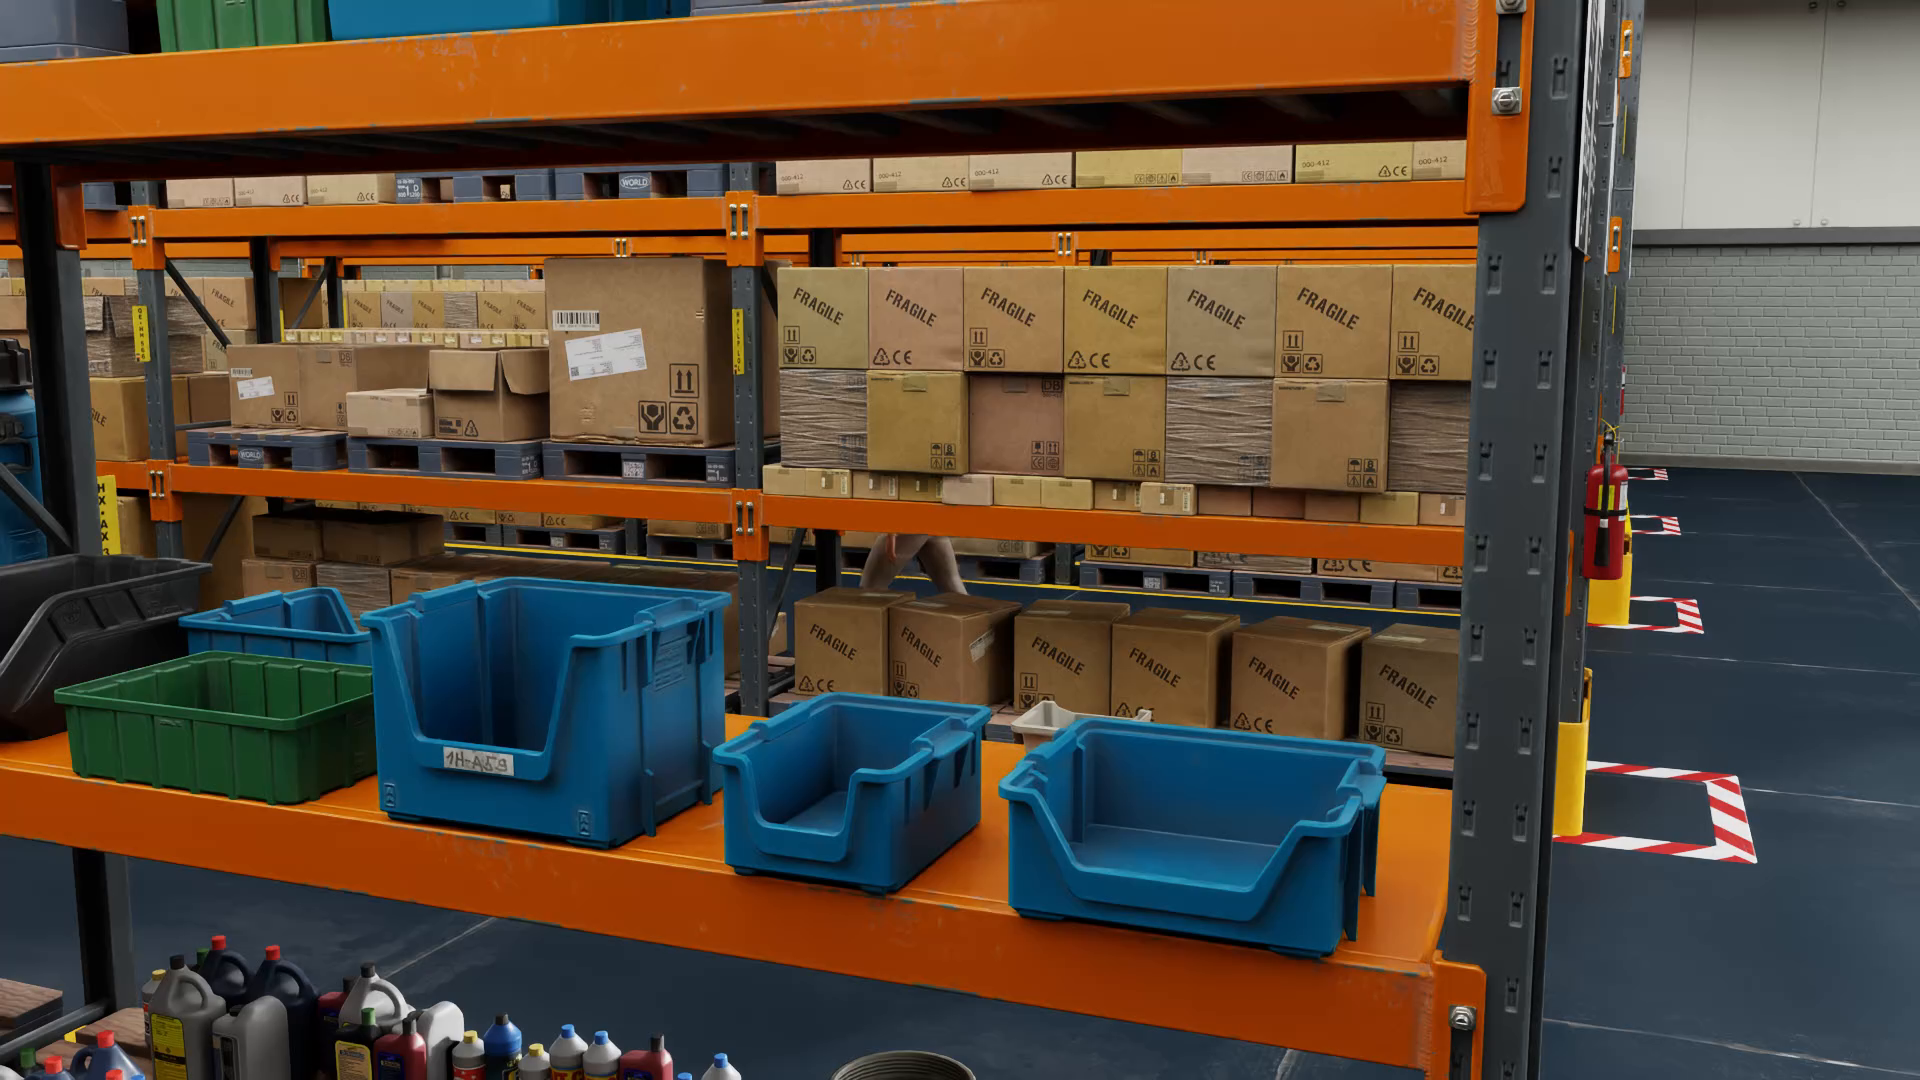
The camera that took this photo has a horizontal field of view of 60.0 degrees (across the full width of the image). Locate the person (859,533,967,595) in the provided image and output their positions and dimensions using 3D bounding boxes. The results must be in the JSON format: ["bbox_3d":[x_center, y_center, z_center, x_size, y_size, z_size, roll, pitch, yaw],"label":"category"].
[{"bbox_3d":[-0.343,-0.097,10.537,0.948,1.666,0.728,7,11,38],"label":"person"}]
